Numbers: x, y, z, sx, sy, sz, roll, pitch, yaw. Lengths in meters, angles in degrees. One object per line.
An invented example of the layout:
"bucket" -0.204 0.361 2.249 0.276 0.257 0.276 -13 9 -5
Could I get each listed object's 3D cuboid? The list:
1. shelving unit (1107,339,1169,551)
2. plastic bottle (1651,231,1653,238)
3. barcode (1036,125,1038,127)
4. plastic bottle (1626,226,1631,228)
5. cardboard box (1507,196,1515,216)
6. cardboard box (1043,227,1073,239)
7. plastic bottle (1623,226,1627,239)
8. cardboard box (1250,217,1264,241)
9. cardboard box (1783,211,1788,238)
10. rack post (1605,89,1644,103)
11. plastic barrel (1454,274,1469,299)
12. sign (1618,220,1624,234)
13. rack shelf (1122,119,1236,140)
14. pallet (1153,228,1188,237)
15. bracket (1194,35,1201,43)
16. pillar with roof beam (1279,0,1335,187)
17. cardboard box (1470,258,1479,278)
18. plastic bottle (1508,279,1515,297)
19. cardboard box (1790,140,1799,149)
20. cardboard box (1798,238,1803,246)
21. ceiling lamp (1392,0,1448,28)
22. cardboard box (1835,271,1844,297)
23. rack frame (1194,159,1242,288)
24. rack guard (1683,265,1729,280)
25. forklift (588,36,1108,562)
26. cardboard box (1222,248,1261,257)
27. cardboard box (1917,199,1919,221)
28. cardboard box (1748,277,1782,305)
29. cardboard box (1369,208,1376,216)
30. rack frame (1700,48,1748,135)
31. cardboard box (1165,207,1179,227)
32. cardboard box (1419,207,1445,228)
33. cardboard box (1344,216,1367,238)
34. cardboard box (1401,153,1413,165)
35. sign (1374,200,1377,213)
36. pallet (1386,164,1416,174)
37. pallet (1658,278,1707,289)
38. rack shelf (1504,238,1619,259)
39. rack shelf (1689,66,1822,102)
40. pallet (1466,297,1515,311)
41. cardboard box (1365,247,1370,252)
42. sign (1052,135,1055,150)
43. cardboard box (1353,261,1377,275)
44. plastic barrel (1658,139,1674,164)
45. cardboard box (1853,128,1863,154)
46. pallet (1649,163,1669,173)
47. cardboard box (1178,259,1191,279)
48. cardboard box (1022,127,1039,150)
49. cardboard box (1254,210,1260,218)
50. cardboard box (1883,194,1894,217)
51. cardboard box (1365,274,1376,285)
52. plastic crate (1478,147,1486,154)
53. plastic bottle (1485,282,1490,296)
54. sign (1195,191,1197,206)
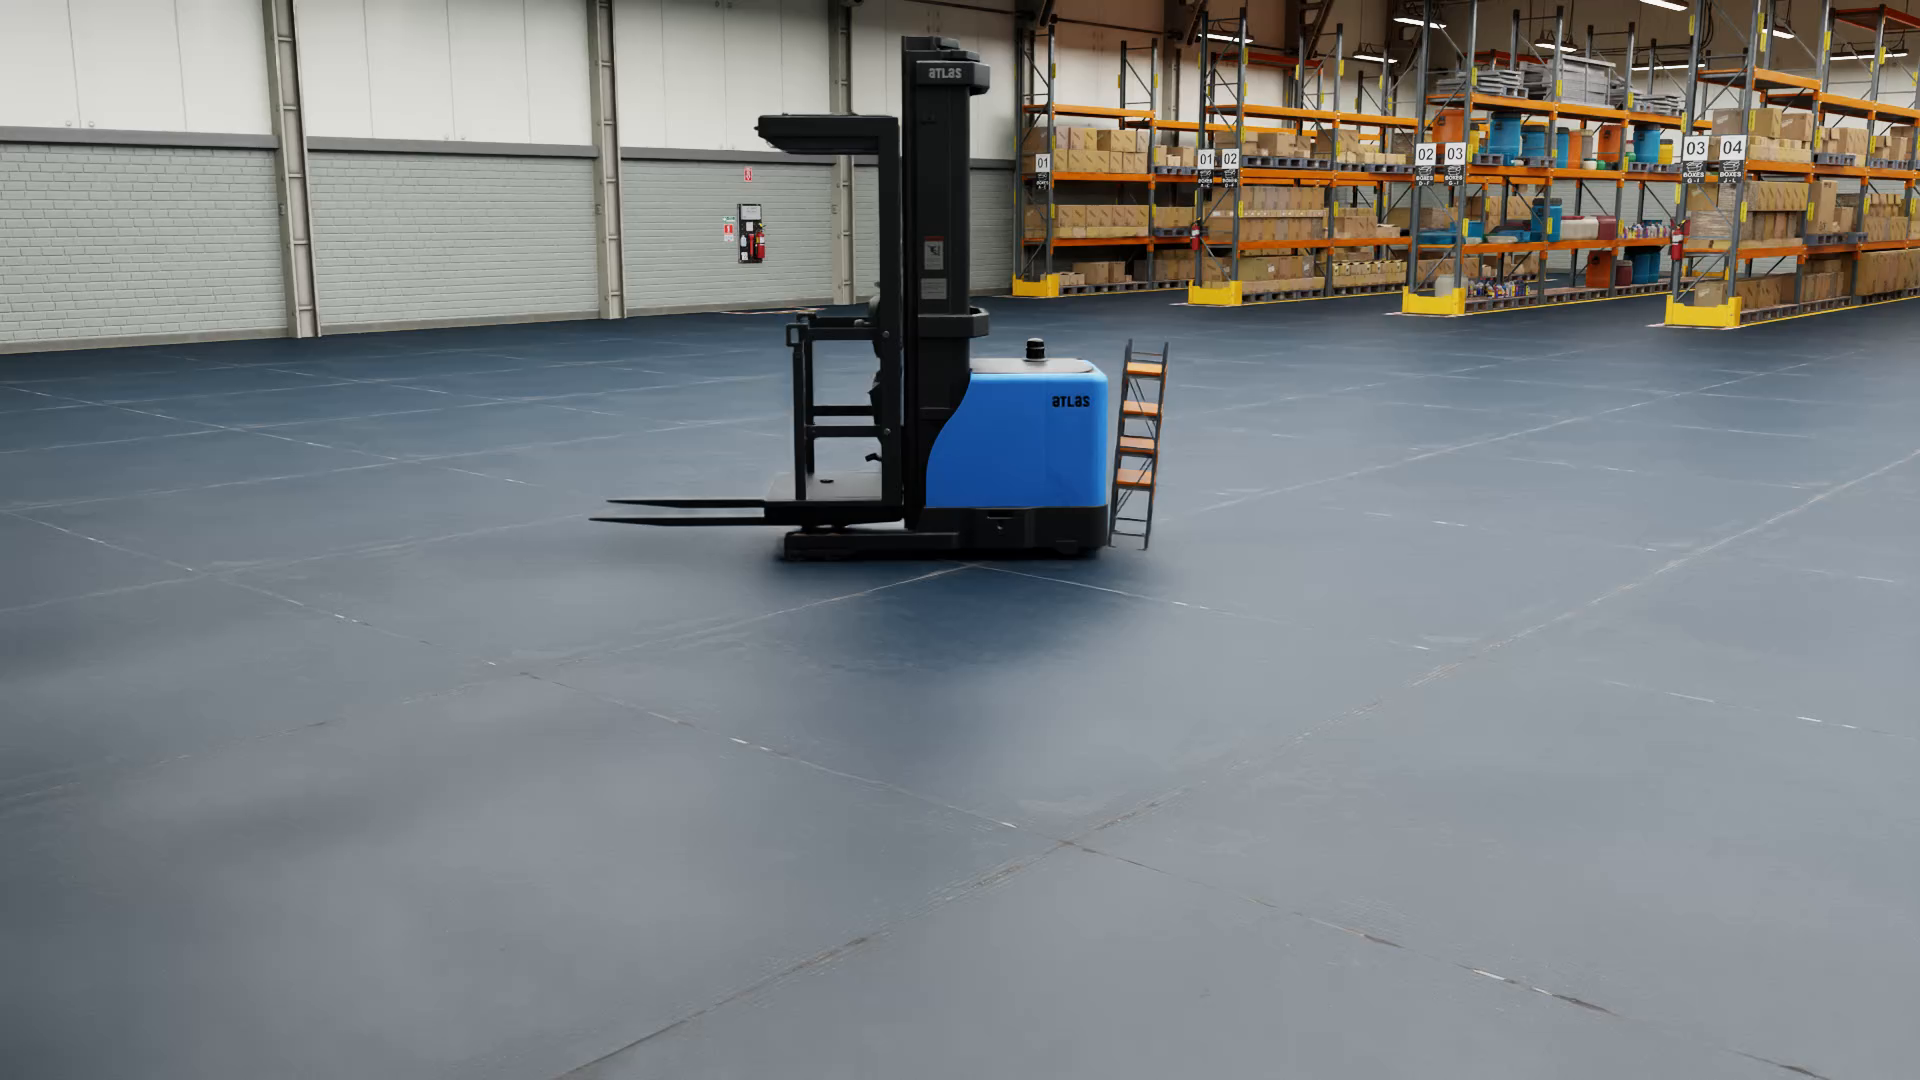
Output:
"shelving unit" 1.075 -0.584 10.025 0.258 1.200 0.503 6 12 7
"plastic bottle" 16.324 -7.242 39.320 0.097 0.201 0.097 0 11 0
"barcode" 1.790 -9.597 38.603 0.001 0.075 0.075 10 15 40
"plastic bottle" 15.971 -7.372 39.780 0.152 0.276 0.135 10 15 40
"cardboard box" 14.544 -8.973 44.668 0.500 0.500 0.500 9 15 39
"cardboard box" 2.257 -7.090 38.383 0.500 0.250 0.500 9 15 39
"plastic bottle" 15.199 -7.026 38.030 0.061 0.283 0.133 10 15 40
"cardboard box" 6.081 -6.677 35.728 0.700 0.500 0.500 10 15 42
"cardboard box" 14.799 -5.858 30.868 0.875 0.500 0.500 10 15 40
"rack post" 14.867 -10.036 37.676 0.954 0.300 0.937 10 15 40
"plastic barrel" 9.846 -5.009 32.909 0.421 0.512 0.421 0 11 0
"sign" 14.837 -7.029 37.329 0.100 0.325 0.005 10 15 40
"rack shelf" 5.657 -10.399 42.158 1.077 0.370 4.000 10 15 40
"pallet" 4.951 -7.711 41.650 1.003 0.211 1.213 10 15 40
"bracket" 6.010 -12.943 42.847 0.235 0.232 0.430 10 15 40
"pillar with roof beam" 12.664 -11.489 44.757 9.100 9.000 0.548 10 15 40
"cardboard box" 13.231 -7.129 43.505 0.500 0.500 0.500 10 15 40
"plastic bottle" 11.230 -5.140 33.926 0.144 0.351 0.185 10 15 40
"cardboard box" 14.993 -7.179 30.200 0.380 0.149 0.250 9 15 39
"cardboard box" 15.578 -5.598 31.219 0.380 0.149 0.250 10 15 40
"ceiling lamp" 9.999 -12.506 34.949 0.800 3.185 2.000 10 15 40
"cardboard box" 17.713 -5.268 34.185 0.700 0.500 0.500 9 14 37
"rack frame" 5.420 -6.483 35.012 1.000 3.000 0.127 10 15 40
"rack guard" 19.706 -6.976 43.860 1.175 0.500 0.348 10 15 40
"forklift" -0.667 -1.417 9.824 3.031 2.935 1.130 0 11 -2
"cardboard box" 7.561 -7.543 44.735 0.750 0.750 0.750 10 15 40
"cardboard box" 21.619 -7.516 37.894 0.500 0.500 0.500 10 15 40
"cardboard box" 15.205 -4.717 31.478 0.500 0.500 0.500 9 15 39
"cardboard box" 11.929 -9.548 49.591 0.980 0.700 0.700 11 16 43
"rack frame" 19.700 -11.138 43.002 1.000 3.000 0.127 10 15 40
"cardboard box" 5.073 -8.128 41.870 0.500 0.500 0.700 -10 15 -42
"cardboard box" 11.779 -8.132 41.941 0.500 0.500 0.700 -9 14 -37
"cardboard box" 9.258 -7.383 39.261 0.500 0.500 0.500 10 15 40
"cardboard box" 10.964 -9.249 40.945 0.910 0.500 0.500 10 15 40
"sign" 10.287 -8.258 41.144 0.100 0.325 0.005 10 15 40
"pallet" 10.320 -8.927 40.072 1.213 0.211 1.003 11 16 43
"pallet" 18.321 -6.534 42.385 1.003 0.211 1.213 10 15 40
"rack shelf" 13.099 -6.372 36.293 1.077 0.370 4.000 10 15 40
"rack shelf" 14.179 -8.084 29.553 1.077 0.370 4.000 10 15 40
"pallet" 10.499 -4.790 33.652 1.003 0.211 1.213 10 15 40
"cardboard box" 11.923 -8.617 49.349 0.380 0.149 0.250 10 15 40
"sign" 2.104 -8.953 37.486 0.100 0.325 0.005 10 15 40
"cardboard box" 9.534 -6.459 39.409 0.500 0.311 0.500 10 15 42
"plastic barrel" 16.610 -9.216 39.486 0.600 0.588 0.600 0 11 0
"cardboard box" 17.682 -7.965 33.239 0.500 0.500 0.500 10 15 40
"pallet" 15.869 -8.691 38.889 1.003 0.211 1.213 10 15 40
"cardboard box" 5.481 -6.964 42.680 0.700 0.500 0.500 10 15 41
"cardboard box" 1.785 -9.240 38.300 0.500 0.500 0.500 11 15 43
"cardboard box" 6.179 -6.956 35.468 0.380 0.149 0.250 10 15 41
"cardboard box" 19.903 -7.314 36.355 0.797 0.503 0.637 10 15 41
"cardboard box" 9.528 -6.183 39.457 0.500 0.250 0.500 10 15 41
"plastic crate" 10.171 -7.625 33.111 0.392 0.384 0.575 10 15 40
"plastic bottle" 10.929 -5.207 34.463 0.097 0.271 0.097 0 11 0
"sign" 5.022 -7.239 35.237 0.100 0.325 0.005 10 15 40
